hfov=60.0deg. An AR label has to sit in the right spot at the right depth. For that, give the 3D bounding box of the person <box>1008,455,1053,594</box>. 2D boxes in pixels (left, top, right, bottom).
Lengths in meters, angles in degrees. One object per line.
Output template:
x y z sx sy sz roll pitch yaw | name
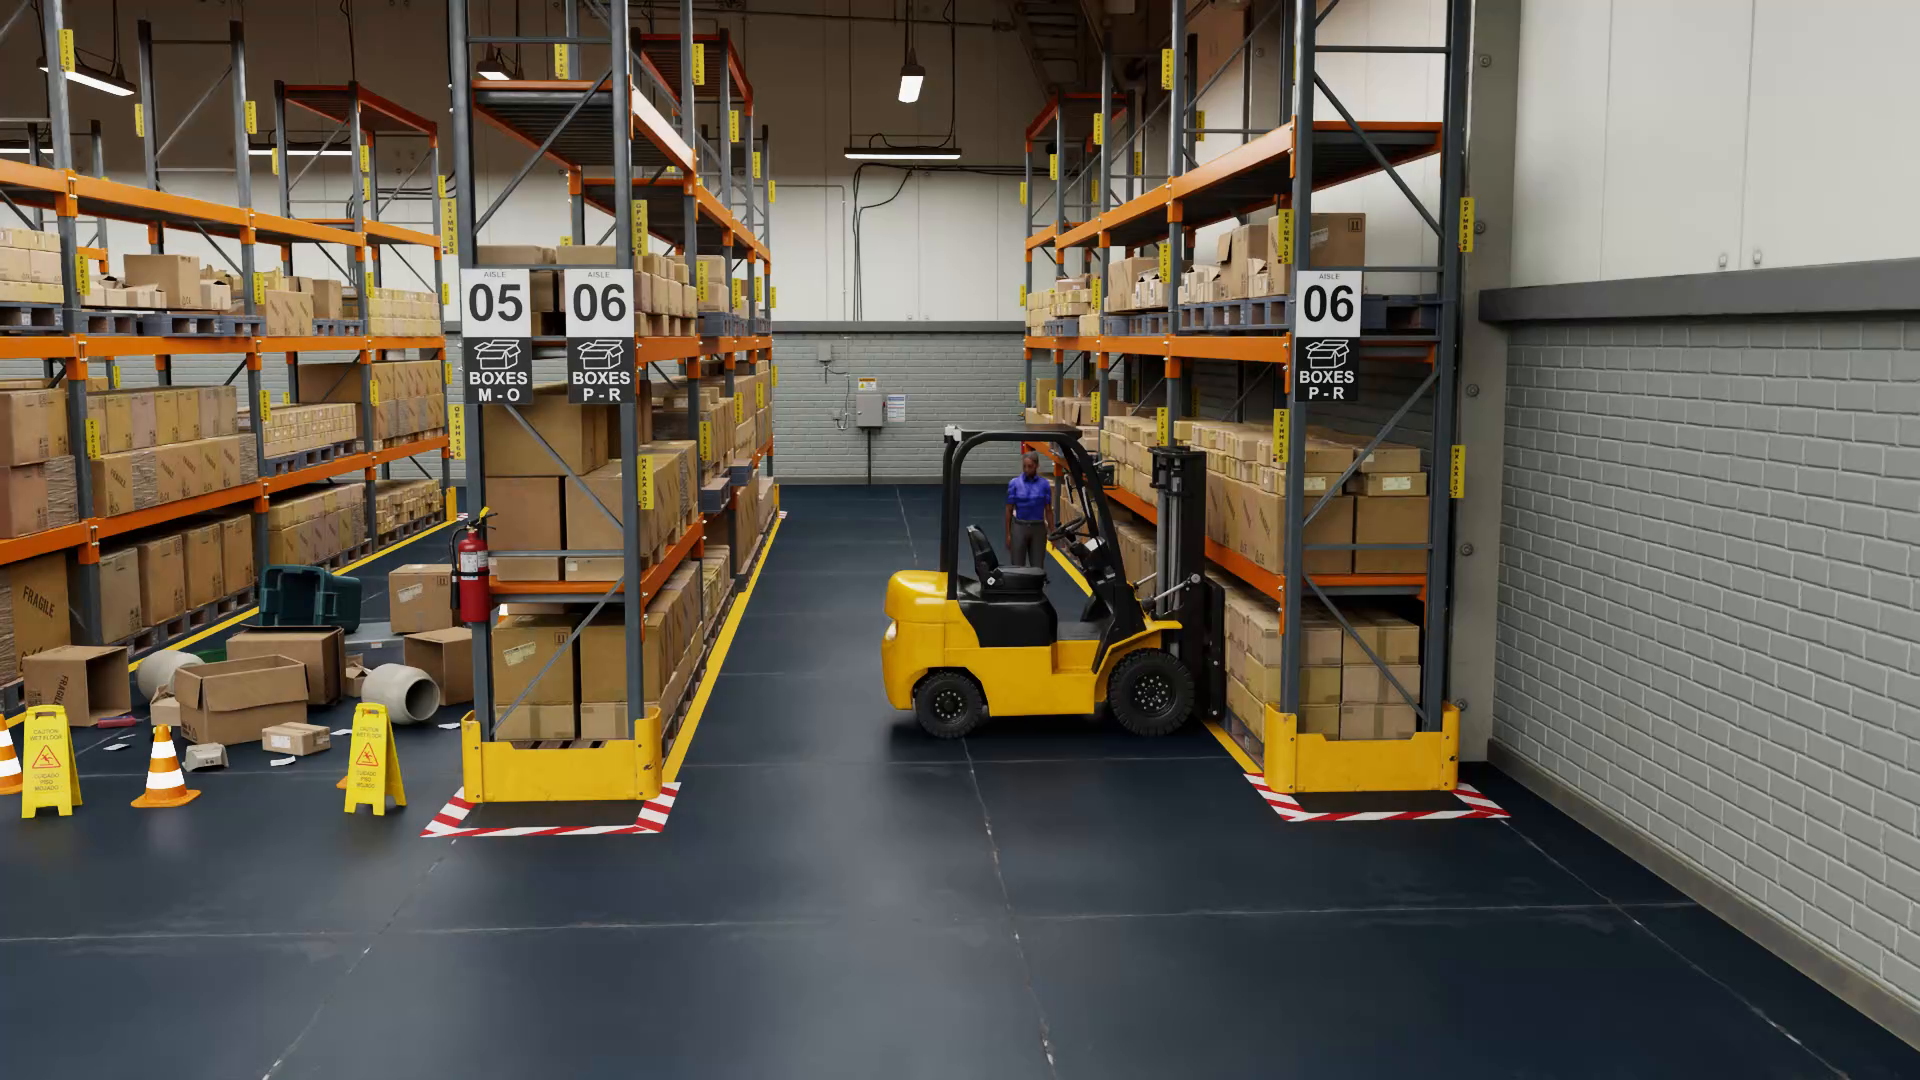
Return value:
0.701 -0.021 16.493 0.439 1.653 0.301 -1 7 -4 | person
